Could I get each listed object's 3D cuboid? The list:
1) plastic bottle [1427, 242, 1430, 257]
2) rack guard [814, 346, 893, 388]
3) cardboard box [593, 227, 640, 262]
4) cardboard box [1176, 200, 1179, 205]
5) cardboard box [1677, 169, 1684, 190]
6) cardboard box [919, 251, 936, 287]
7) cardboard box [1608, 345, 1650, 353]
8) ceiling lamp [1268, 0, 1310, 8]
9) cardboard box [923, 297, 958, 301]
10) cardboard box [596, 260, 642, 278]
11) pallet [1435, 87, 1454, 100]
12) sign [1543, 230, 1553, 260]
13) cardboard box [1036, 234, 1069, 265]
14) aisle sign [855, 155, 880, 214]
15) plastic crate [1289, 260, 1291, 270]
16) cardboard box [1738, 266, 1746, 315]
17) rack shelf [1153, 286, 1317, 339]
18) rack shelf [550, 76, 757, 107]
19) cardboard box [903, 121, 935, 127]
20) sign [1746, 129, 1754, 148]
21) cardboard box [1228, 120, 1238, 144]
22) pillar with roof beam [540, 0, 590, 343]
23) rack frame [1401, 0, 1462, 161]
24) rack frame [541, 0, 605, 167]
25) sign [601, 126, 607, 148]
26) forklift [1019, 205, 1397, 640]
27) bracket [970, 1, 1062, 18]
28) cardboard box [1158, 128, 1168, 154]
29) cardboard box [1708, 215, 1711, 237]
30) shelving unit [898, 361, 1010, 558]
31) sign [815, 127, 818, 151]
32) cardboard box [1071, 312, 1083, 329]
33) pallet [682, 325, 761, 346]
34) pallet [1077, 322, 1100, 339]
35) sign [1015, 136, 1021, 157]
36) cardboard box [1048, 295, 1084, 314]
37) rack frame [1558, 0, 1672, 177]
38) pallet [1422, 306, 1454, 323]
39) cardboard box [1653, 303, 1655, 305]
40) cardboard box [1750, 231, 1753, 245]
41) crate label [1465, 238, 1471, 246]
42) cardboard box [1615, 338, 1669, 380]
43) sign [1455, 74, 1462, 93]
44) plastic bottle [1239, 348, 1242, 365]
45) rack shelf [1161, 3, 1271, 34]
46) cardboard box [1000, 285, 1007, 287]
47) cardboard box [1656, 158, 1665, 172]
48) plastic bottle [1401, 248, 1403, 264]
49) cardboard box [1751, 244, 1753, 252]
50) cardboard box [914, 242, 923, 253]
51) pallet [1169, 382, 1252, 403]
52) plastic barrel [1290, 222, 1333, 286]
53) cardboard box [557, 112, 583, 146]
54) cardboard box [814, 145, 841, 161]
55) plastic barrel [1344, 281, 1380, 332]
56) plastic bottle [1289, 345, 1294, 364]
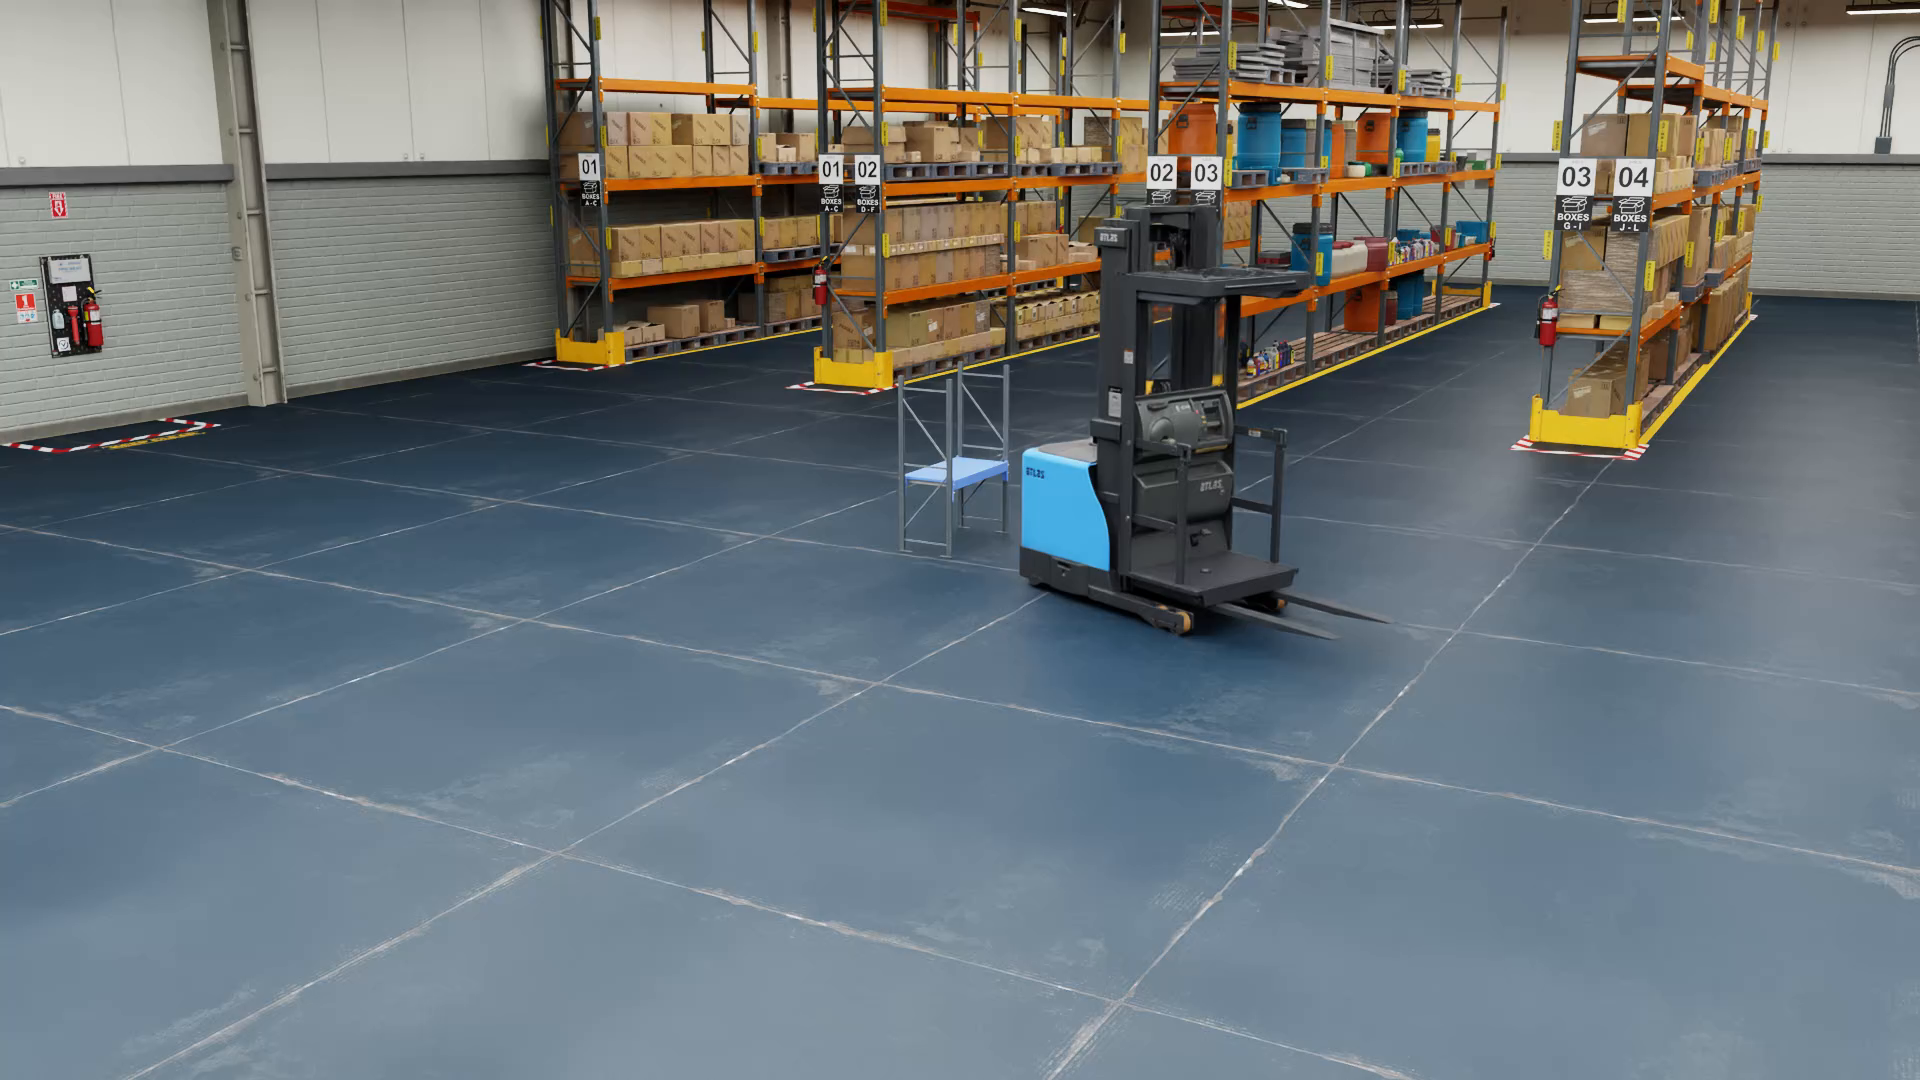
[{"bbox_3d":[8.541,-5.337,30.537,0.152,0.276,0.135,7,15,28],"label":"plastic bottle"},{"bbox_3d":[-1.522,-2.470,23.712,1.175,0.500,0.348,7,15,28],"label":"rack guard"},{"bbox_3d":[-5.355,-4.616,25.956,0.500,0.500,0.500,7,15,28],"label":"cardboard box"},{"bbox_3d":[4.308,-6.820,34.074,0.500,0.500,0.500,7,15,28],"label":"cardboard box"},{"bbox_3d":[8.598,-4.439,20.464,0.500,0.250,0.500,7,15,28],"label":"cardboard box"},{"bbox_3d":[-0.779,-4.042,24.688,0.700,0.500,0.500,7,15,28],"label":"cardboard box"},{"bbox_3d":[8.865,-2.299,22.107,0.500,0.500,0.500,7,15,26],"label":"cardboard box"},{"bbox_3d":[6.251,-11.428,30.281,0.800,3.185,2.000,7,15,28],"label":"ceiling lamp"},{"bbox_3d":[-0.310,-3.579,26.352,0.500,0.500,0.500,7,15,28],"label":"cardboard box"},{"bbox_3d":[-5.335,-4.251,26.045,0.500,0.250,0.500,7,15,26],"label":"cardboard box"},{"bbox_3d":[8.252,-8.047,29.968,1.003,0.211,1.213,7,15,28],"label":"pallet"},{"bbox_3d":[6.683,-3.350,18.886,0.100,0.325,0.005,7,15,28],"label":"sign"},{"bbox_3d":[1.560,-5.034,28.800,0.500,0.500,0.500,6,15,25],"label":"cardboard box"},{"bbox_3d":[-1.274,-4.906,22.935,0.394,0.787,0.004,7,15,28],"label":"aisle sign"},{"bbox_3d":[5.018,-4.202,25.599,0.392,0.384,0.575,7,15,28],"label":"plastic crate"},{"bbox_3d":[14.215,-4.694,31.240,0.875,0.875,0.875,7,15,28],"label":"cardboard box"},{"bbox_3d":[3.791,-3.189,22.894,1.077,0.370,4.000,7,15,28],"label":"rack shelf"},{"bbox_3d":[-4.882,-7.226,26.848,1.077,0.370,4.000,7,15,28],"label":"rack shelf"},{"bbox_3d":[-0.842,-8.517,34.309,0.500,0.250,0.500,7,15,26],"label":"cardboard box"},{"bbox_3d":[13.440,-6.832,28.297,0.100,0.325,0.005,7,15,28],"label":"sign"},{"bbox_3d":[5.526,-8.651,35.268,0.700,0.500,0.500,7,15,28],"label":"cardboard box"},{"bbox_3d":[-2.499,-6.921,24.040,9.100,9.000,0.400,7,15,28],"label":"pillar with roof beam"},{"bbox_3d":[8.625,-8.506,30.617,1.000,3.000,0.127,7,15,28],"label":"rack frame"},{"bbox_3d":[-5.849,-7.167,25.061,1.000,3.000,0.127,7,15,28],"label":"rack frame"},{"bbox_3d":[-5.374,-6.072,25.055,0.100,0.325,0.005,7,15,28],"label":"sign"},{"bbox_3d":[1.773,-0.885,11.952,1.130,2.935,3.031,-10,17,-37],"label":"forklift"},{"bbox_3d":[1.290,-12.194,38.232,0.076,0.066,4.783,7,15,28],"label":"bracket"},{"bbox_3d":[3.679,-7.677,32.254,0.600,0.600,0.600,7,15,27],"label":"cardboard box"},{"bbox_3d":[11.395,-4.893,26.074,0.797,0.503,0.637,8,16,30],"label":"cardboard box"},{"bbox_3d":[-0.041,-0.712,14.285,0.538,1.500,1.048,7,15,28],"label":"shelving unit"},{"bbox_3d":[-1.979,-5.604,23.260,0.100,0.325,0.005,7,15,28],"label":"sign"},{"bbox_3d":[1.824,-3.854,29.091,0.500,0.250,0.500,8,16,29],"label":"cardboard box"},{"bbox_3d":[-4.209,-3.574,28.907,1.003,0.211,1.213,7,15,28],"label":"pallet"},{"bbox_3d":[1.925,-3.811,29.892,1.003,0.211,1.213,7,15,28],"label":"pallet"},{"bbox_3d":[0.910,-6.196,26.162,0.100,0.325,0.005,7,15,28],"label":"sign"},{"bbox_3d":[1.827,-4.125,29.020,0.500,0.311,0.500,7,15,28],"label":"cardboard box"},{"bbox_3d":[7.160,-5.483,18.077,1.000,3.000,0.127,7,15,28],"label":"rack frame"},{"bbox_3d":[8.946,-4.390,32.291,1.003,0.211,1.213,7,15,28],"label":"pallet"},{"bbox_3d":[8.321,-2.839,20.446,0.380,0.149,0.250,7,15,28],"label":"cardboard box"},{"bbox_3d":[14.892,-5.792,31.842,0.500,0.250,0.500,7,15,27],"label":"cardboard box"},{"bbox_3d":[10.057,-6.006,33.481,0.396,0.136,0.243,7,15,28],"label":"crate label"},{"bbox_3d":[9.409,-2.510,22.938,0.700,0.500,0.500,6,15,24],"label":"cardboard box"},{"bbox_3d":[9.106,-8.342,30.382,0.100,0.325,0.005,7,15,28],"label":"sign"},{"bbox_3d":[4.040,-2.674,24.108,0.097,0.271,0.097,0,14,0],"label":"plastic bottle"},{"bbox_3d":[5.257,-10.745,34.345,1.077,0.370,4.000,7,15,28],"label":"rack shelf"},{"bbox_3d":[0.649,-5.946,37.234,0.700,0.500,0.500,7,15,27],"label":"cardboard box"},{"bbox_3d":[7.705,-4.218,18.701,0.380,0.149,0.250,8,16,29],"label":"cardboard box"},{"bbox_3d":[7.663,-4.949,28.937,0.097,0.271,0.097,0,14,0],"label":"plastic bottle"},{"bbox_3d":[15.010,-5.617,31.968,0.380,0.149,0.250,8,16,29],"label":"cardboard box"},{"bbox_3d":[-0.761,-4.267,24.235,0.380,0.149,0.250,7,15,27],"label":"cardboard box"},{"bbox_3d":[3.217,-1.959,22.211,1.003,0.211,1.213,7,15,28],"label":"pallet"},{"bbox_3d":[5.209,-4.237,24.640,0.600,0.901,0.708,7,15,28],"label":"plastic barrel"},{"bbox_3d":[-5.869,-6.371,25.771,0.500,0.500,0.500,8,16,31],"label":"cardboard box"},{"bbox_3d":[-2.689,-7.154,31.146,0.797,0.503,0.637,10,17,36],"label":"cardboard box"},{"bbox_3d":[6.913,-4.021,28.546,0.600,0.830,0.708,7,15,28],"label":"plastic barrel"},{"bbox_3d":[4.814,-2.706,24.215,0.061,0.283,0.133,8,16,31],"label":"plastic bottle"}]
